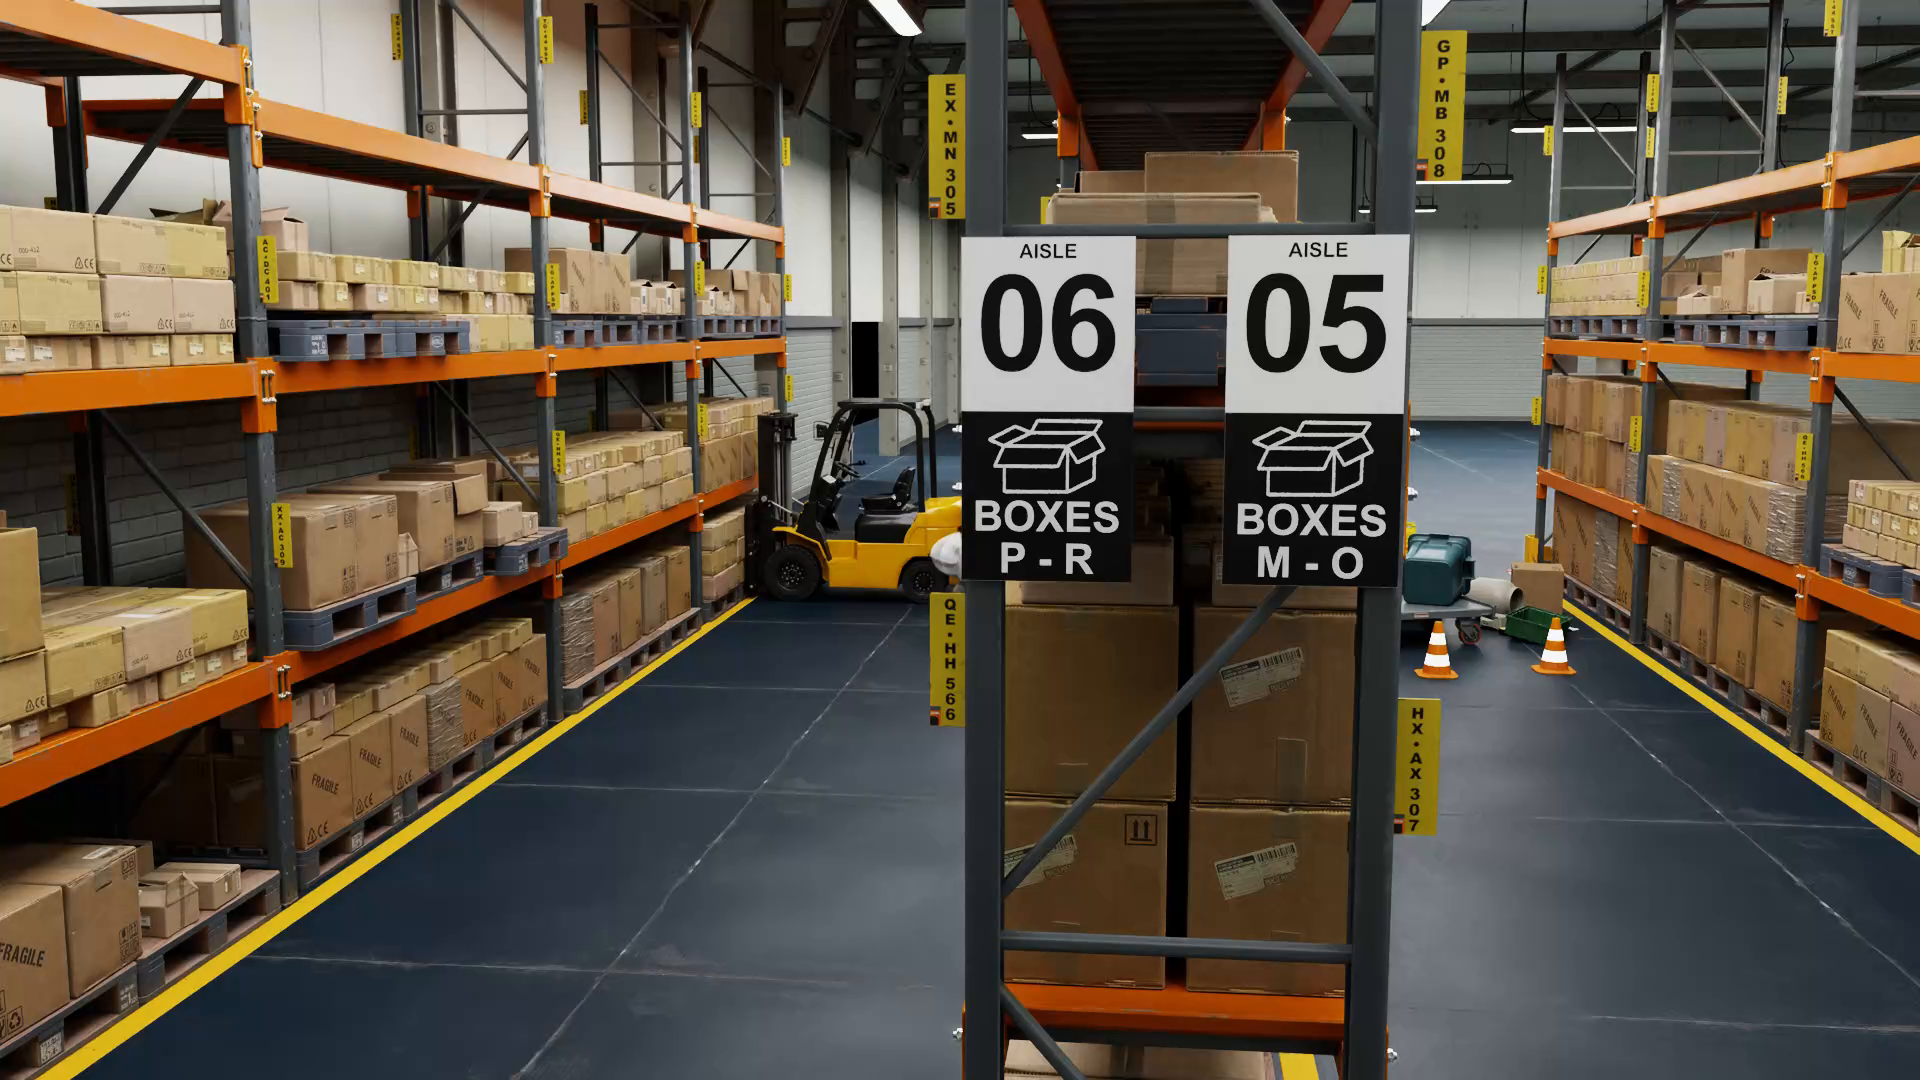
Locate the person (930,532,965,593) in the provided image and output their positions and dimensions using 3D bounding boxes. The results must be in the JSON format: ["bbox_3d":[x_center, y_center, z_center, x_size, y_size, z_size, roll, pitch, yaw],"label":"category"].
[{"bbox_3d":[0.159,0.327,16.828,0.947,0.978,0.534,-3,8,-25],"label":"person"}]
